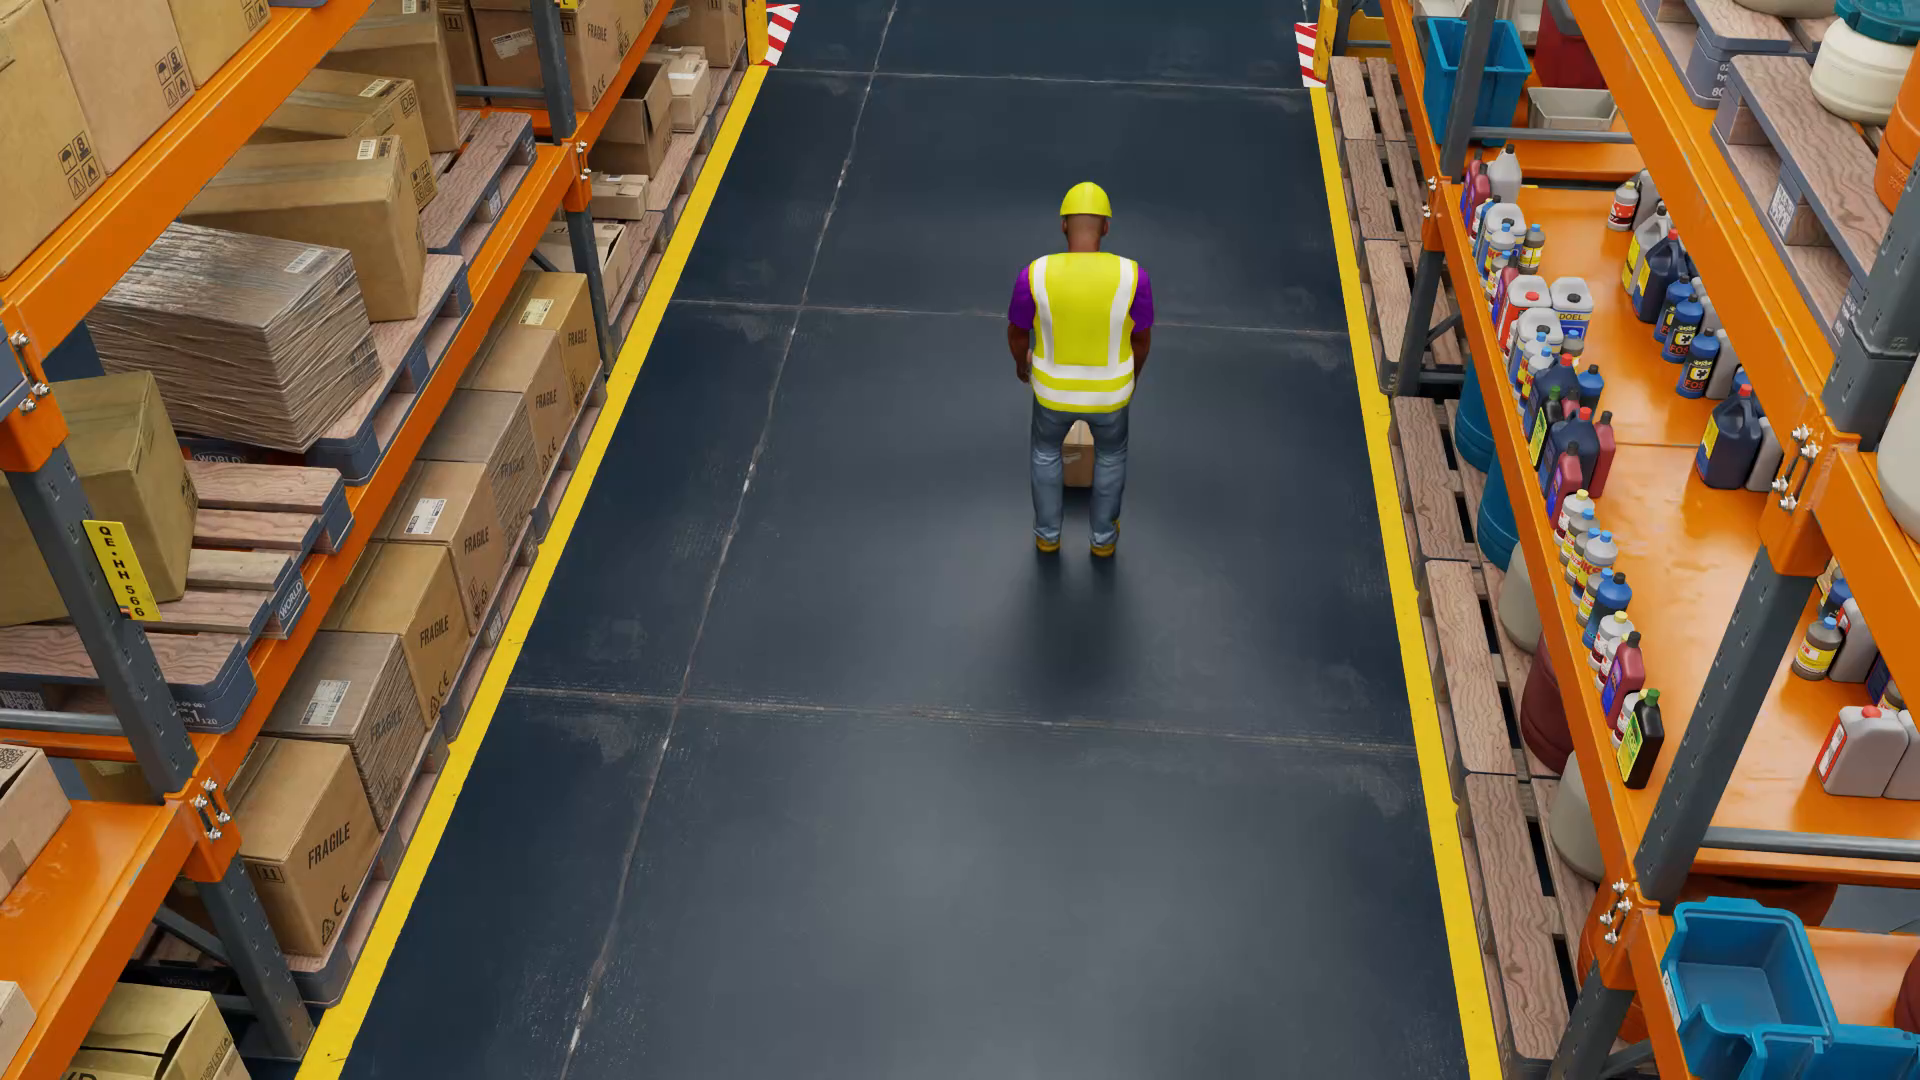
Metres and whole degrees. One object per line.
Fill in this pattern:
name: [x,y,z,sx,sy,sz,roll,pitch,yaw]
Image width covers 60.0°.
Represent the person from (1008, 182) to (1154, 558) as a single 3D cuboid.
person: [0.493,-0.678,6.999,0.595,1.707,0.471,4,40,5]
